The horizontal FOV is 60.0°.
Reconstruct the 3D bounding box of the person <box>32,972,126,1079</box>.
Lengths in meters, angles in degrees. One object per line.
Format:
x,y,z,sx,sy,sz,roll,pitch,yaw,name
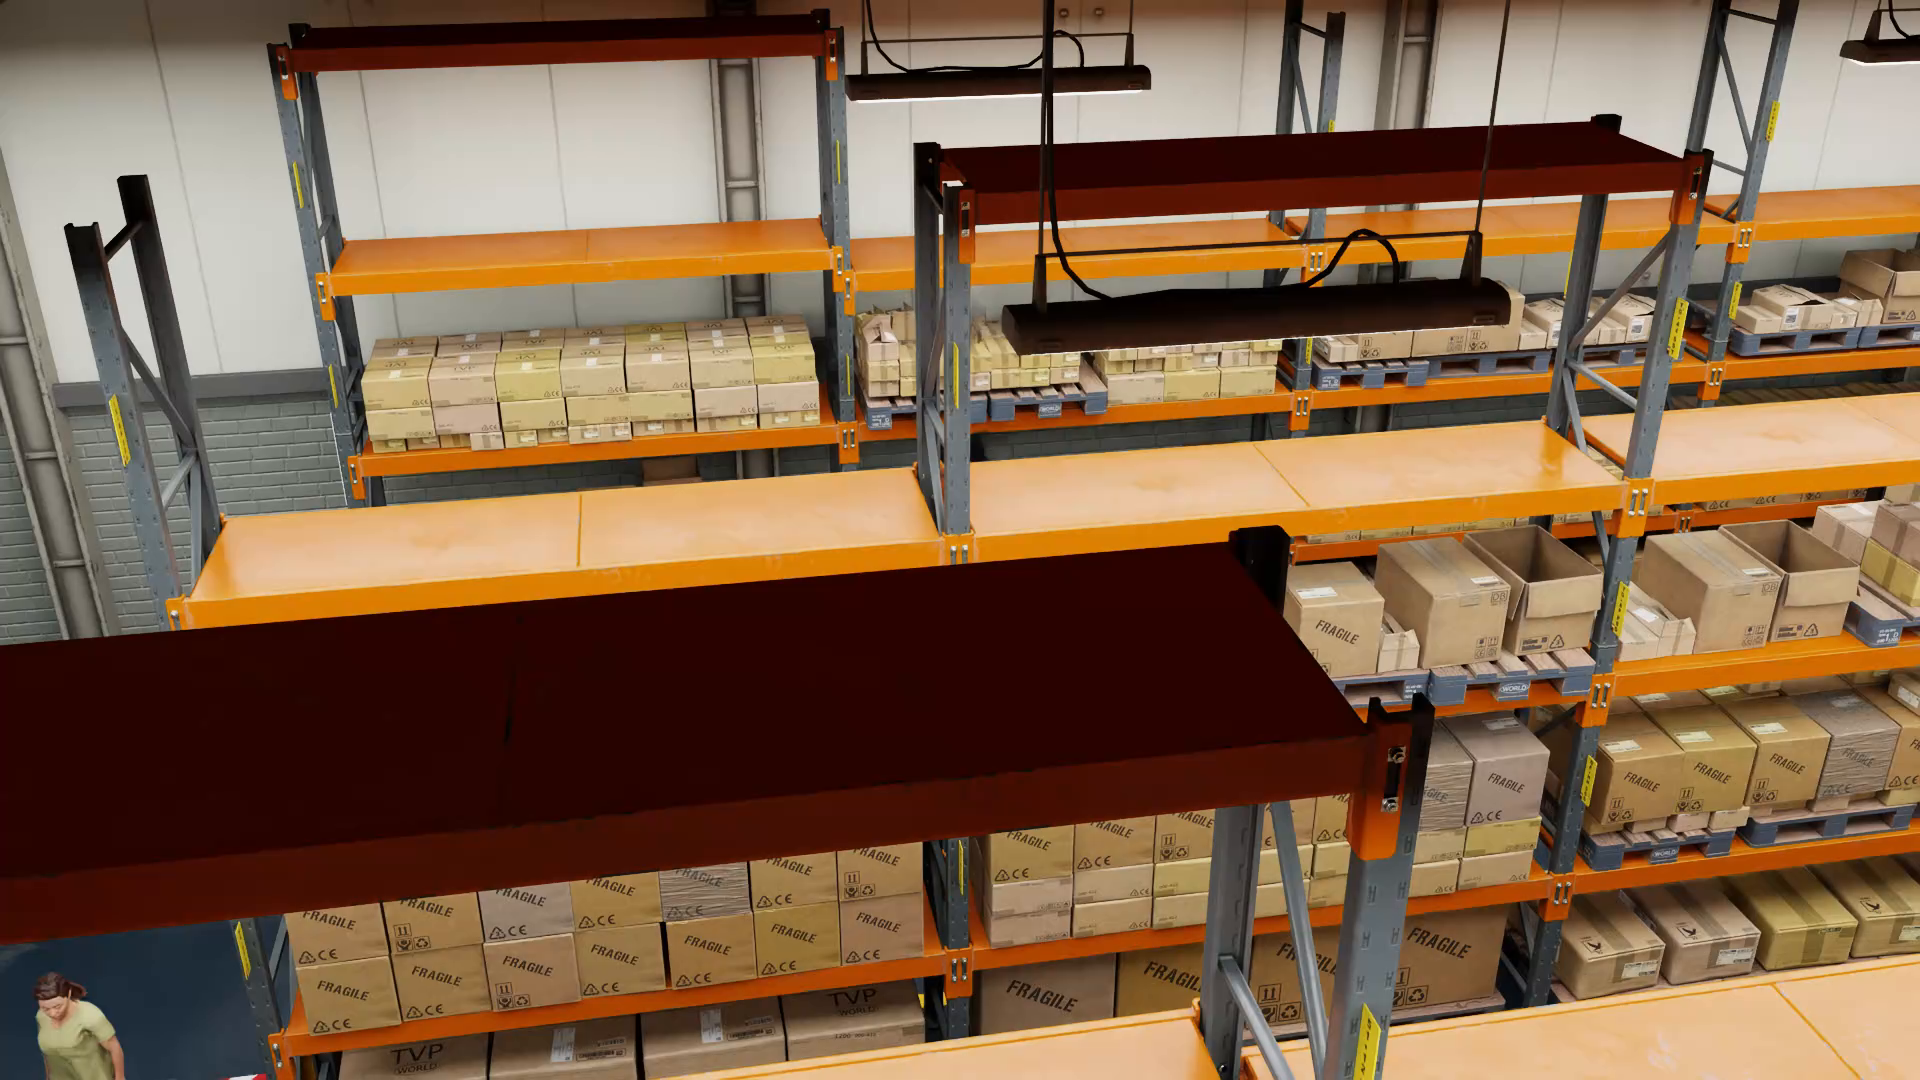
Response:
-5.154,3.152,9.853,0.531,1.641,0.743,5,26,10,person
